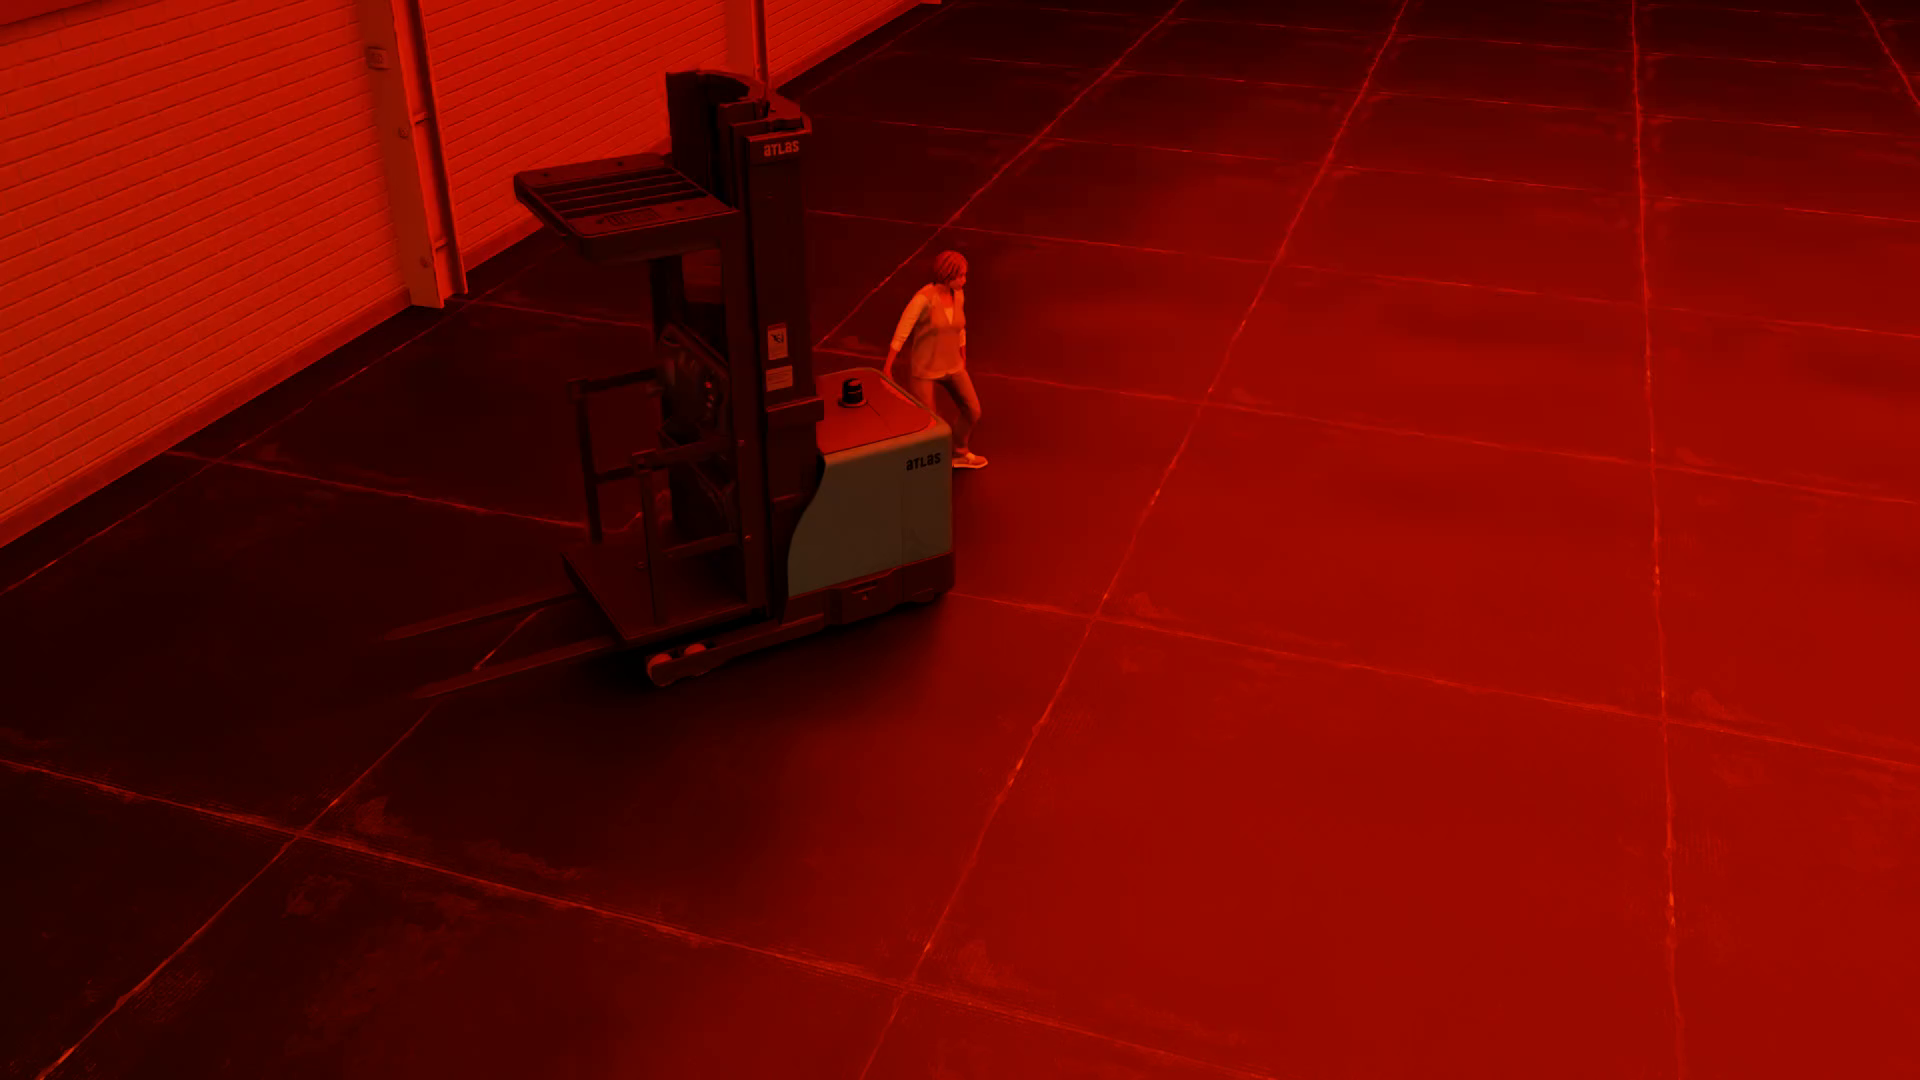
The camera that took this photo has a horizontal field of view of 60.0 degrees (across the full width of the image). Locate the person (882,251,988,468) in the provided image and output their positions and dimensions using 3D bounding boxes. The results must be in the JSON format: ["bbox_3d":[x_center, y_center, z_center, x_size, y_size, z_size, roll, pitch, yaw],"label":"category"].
[{"bbox_3d":[-0.172,-1.077,10.464,0.745,1.570,0.414,-19,35,-30],"label":"person"}]

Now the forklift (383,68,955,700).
[{"bbox_3d":[-1.563,-0.804,8.546,3.031,2.935,1.130,-16,33,-26],"label":"forklift"}]
